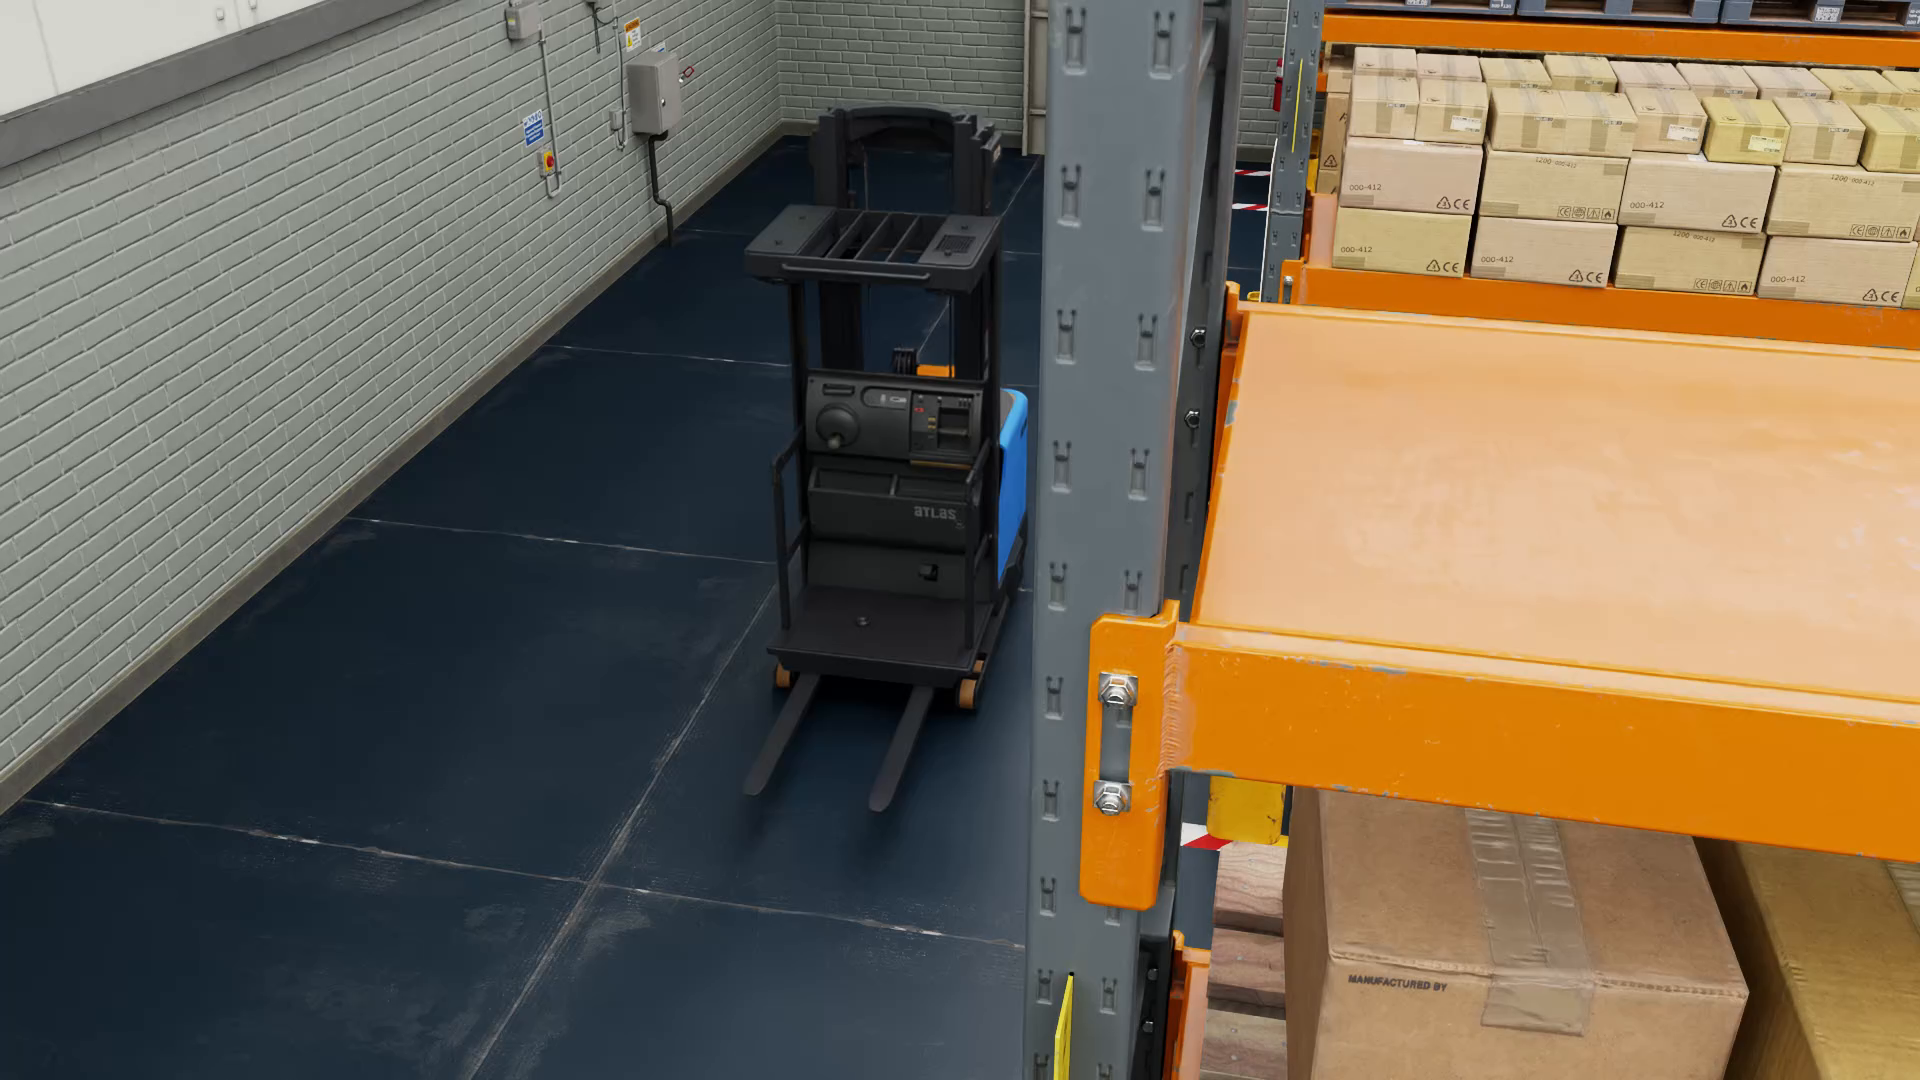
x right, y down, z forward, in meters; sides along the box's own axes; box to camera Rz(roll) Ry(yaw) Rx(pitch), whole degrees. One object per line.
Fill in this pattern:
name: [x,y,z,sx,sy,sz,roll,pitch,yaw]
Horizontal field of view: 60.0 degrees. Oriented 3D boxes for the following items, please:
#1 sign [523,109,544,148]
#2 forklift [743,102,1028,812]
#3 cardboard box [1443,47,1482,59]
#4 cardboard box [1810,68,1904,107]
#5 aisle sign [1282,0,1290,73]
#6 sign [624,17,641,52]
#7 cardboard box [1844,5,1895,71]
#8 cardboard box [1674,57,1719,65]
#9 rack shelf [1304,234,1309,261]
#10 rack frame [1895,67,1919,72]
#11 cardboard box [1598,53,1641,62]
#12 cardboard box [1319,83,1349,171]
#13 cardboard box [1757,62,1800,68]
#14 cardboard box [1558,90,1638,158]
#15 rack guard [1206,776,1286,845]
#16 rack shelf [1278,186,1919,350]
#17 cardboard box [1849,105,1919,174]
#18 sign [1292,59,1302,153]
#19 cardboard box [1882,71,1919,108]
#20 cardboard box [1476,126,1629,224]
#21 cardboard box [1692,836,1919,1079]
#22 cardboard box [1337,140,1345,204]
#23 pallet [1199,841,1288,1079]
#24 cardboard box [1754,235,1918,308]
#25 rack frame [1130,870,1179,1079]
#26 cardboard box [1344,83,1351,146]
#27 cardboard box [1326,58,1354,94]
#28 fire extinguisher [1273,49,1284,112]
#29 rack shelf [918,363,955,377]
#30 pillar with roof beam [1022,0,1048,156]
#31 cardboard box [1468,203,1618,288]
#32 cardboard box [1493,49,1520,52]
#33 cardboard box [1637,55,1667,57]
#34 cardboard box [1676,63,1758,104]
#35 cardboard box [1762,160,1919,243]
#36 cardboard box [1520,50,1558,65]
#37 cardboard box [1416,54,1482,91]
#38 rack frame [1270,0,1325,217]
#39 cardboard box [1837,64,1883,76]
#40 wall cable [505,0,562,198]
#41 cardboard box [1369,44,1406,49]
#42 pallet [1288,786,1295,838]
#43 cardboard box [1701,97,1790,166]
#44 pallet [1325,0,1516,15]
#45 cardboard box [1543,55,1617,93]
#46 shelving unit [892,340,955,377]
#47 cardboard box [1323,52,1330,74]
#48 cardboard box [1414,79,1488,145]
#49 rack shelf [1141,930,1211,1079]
sign: [-3.280,-3.170,12.797,0.001,0.218,0.327,6,29,11]
forklift: [-0.384,-0.583,8.424,1.130,2.935,3.031,6,29,10]
cardboard box: [3.463,-3.293,11.483,0.250,0.149,0.380,7,29,12]
cardboard box: [3.518,-1.739,6.561,0.250,0.149,0.380,5,29,9]
aisle sign: [2.178,-3.524,11.019,0.004,0.787,0.394,6,29,11]
sign: [-2.843,-4.397,14.459,0.001,0.242,0.339,6,29,11]
cardboard box: [8.187,-4.466,14.905,0.500,0.500,0.700,6,29,11]
cardboard box: [4.970,-3.150,11.222,0.250,0.149,0.380,5,29,9]
rack shelf: [4.265,-1.997,11.685,4.000,0.370,1.077,6,29,11]
rack frame: [6.221,-2.112,11.146,0.127,3.000,1.000,6,29,11]
cardboard box: [4.481,-3.194,11.302,0.250,0.149,0.380,6,29,11]
cardboard box: [2.719,-2.814,11.283,0.500,0.500,0.500,5,29,9]
cardboard box: [5.453,-3.057,11.051,0.250,0.149,0.380,6,29,10]
cardboard box: [2.377,-1.563,6.240,0.250,0.149,0.380,6,29,11]
rack guard: [1.448,0.926,8.201,0.348,0.500,1.175,6,29,11]
rack shelf: [3.330,-0.978,6.700,4.000,0.370,1.077,6,29,11]
cardboard box: [3.401,-1.458,6.048,0.250,0.149,0.380,5,29,10]
sign: [1.261,-1.623,6.218,0.005,0.325,0.100,6,29,11]
cardboard box: [3.777,-1.719,6.524,0.250,0.149,0.380,7,30,13]
cardboard box: [2.260,-1.430,6.412,0.500,0.250,0.500,6,29,10]
cardboard box: [1.284,0.693,2.253,0.500,0.500,0.700,5,29,9]
cardboard box: [1.874,-1.507,7.074,0.500,0.250,0.500,5,29,9]
pallet: [0.967,0.933,2.552,1.213,0.211,1.003,6,29,11]
cardboard box: [3.283,-1.106,6.341,0.500,0.250,0.500,6,29,10]
rack frame: [0.240,2.141,3.378,0.127,3.000,1.000,6,29,11]
cardboard box: [1.878,-1.721,6.944,0.500,0.250,0.500,5,29,9]
cardboard box: [2.598,-3.114,11.157,0.250,0.149,0.380,6,29,12]
fire extinguisher: [3.102,-4.445,15.876,0.183,0.674,0.296,6,29,11]
rack shelf: [-0.137,-0.957,10.092,0.480,0.148,0.258,5,29,10]
pillar with roof beam: [-0.006,-6.148,12.271,0.400,9.000,9.100,6,29,11]
cardboard box: [2.274,-1.208,6.528,0.500,0.250,0.500,7,29,12]
cardboard box: [5.223,-4.596,15.530,0.500,0.250,0.500,5,29,9]
cardboard box: [6.212,-4.488,15.332,0.500,0.250,0.500,6,29,11]
cardboard box: [3.007,-1.784,6.644,0.250,0.149,0.380,6,29,12]
cardboard box: [3.247,-1.323,6.218,0.500,0.250,0.500,5,29,9]
cardboard box: [3.961,-3.236,11.378,0.250,0.149,0.380,7,29,12]
cardboard box: [1.986,-1.866,6.794,0.250,0.149,0.380,6,29,11]
rack frame: [1.374,-2.810,6.174,0.127,3.000,1.000,6,29,11]
cardboard box: [5.966,-3.033,11.007,0.250,0.149,0.380,5,29,10]
wall cable: [-3.210,-3.527,12.640,0.123,1.953,0.585,6,29,11]
cardboard box: [2.955,-3.324,11.539,0.250,0.149,0.380,6,29,11]
pallet: [2.236,1.150,8.091,1.213,0.211,1.003,6,29,11]
cardboard box: [2.889,-1.516,6.153,0.250,0.149,0.380,7,29,12]
pallet: [3.037,-3.721,11.053,1.213,0.211,1.003,6,29,11]
cardboard box: [2.513,-1.855,6.774,0.250,0.149,0.380,6,29,11]
shelving unit: [-0.137,-0.612,10.281,0.503,1.200,0.258,5,29,10]
cardboard box: [3.606,-4.573,15.902,0.250,0.149,0.380,6,29,10]
cardboard box: [1.889,-1.649,6.397,0.250,0.149,0.380,7,29,13]
rack shelf: [2.195,1.341,2.464,4.000,0.370,1.077,6,29,11]
